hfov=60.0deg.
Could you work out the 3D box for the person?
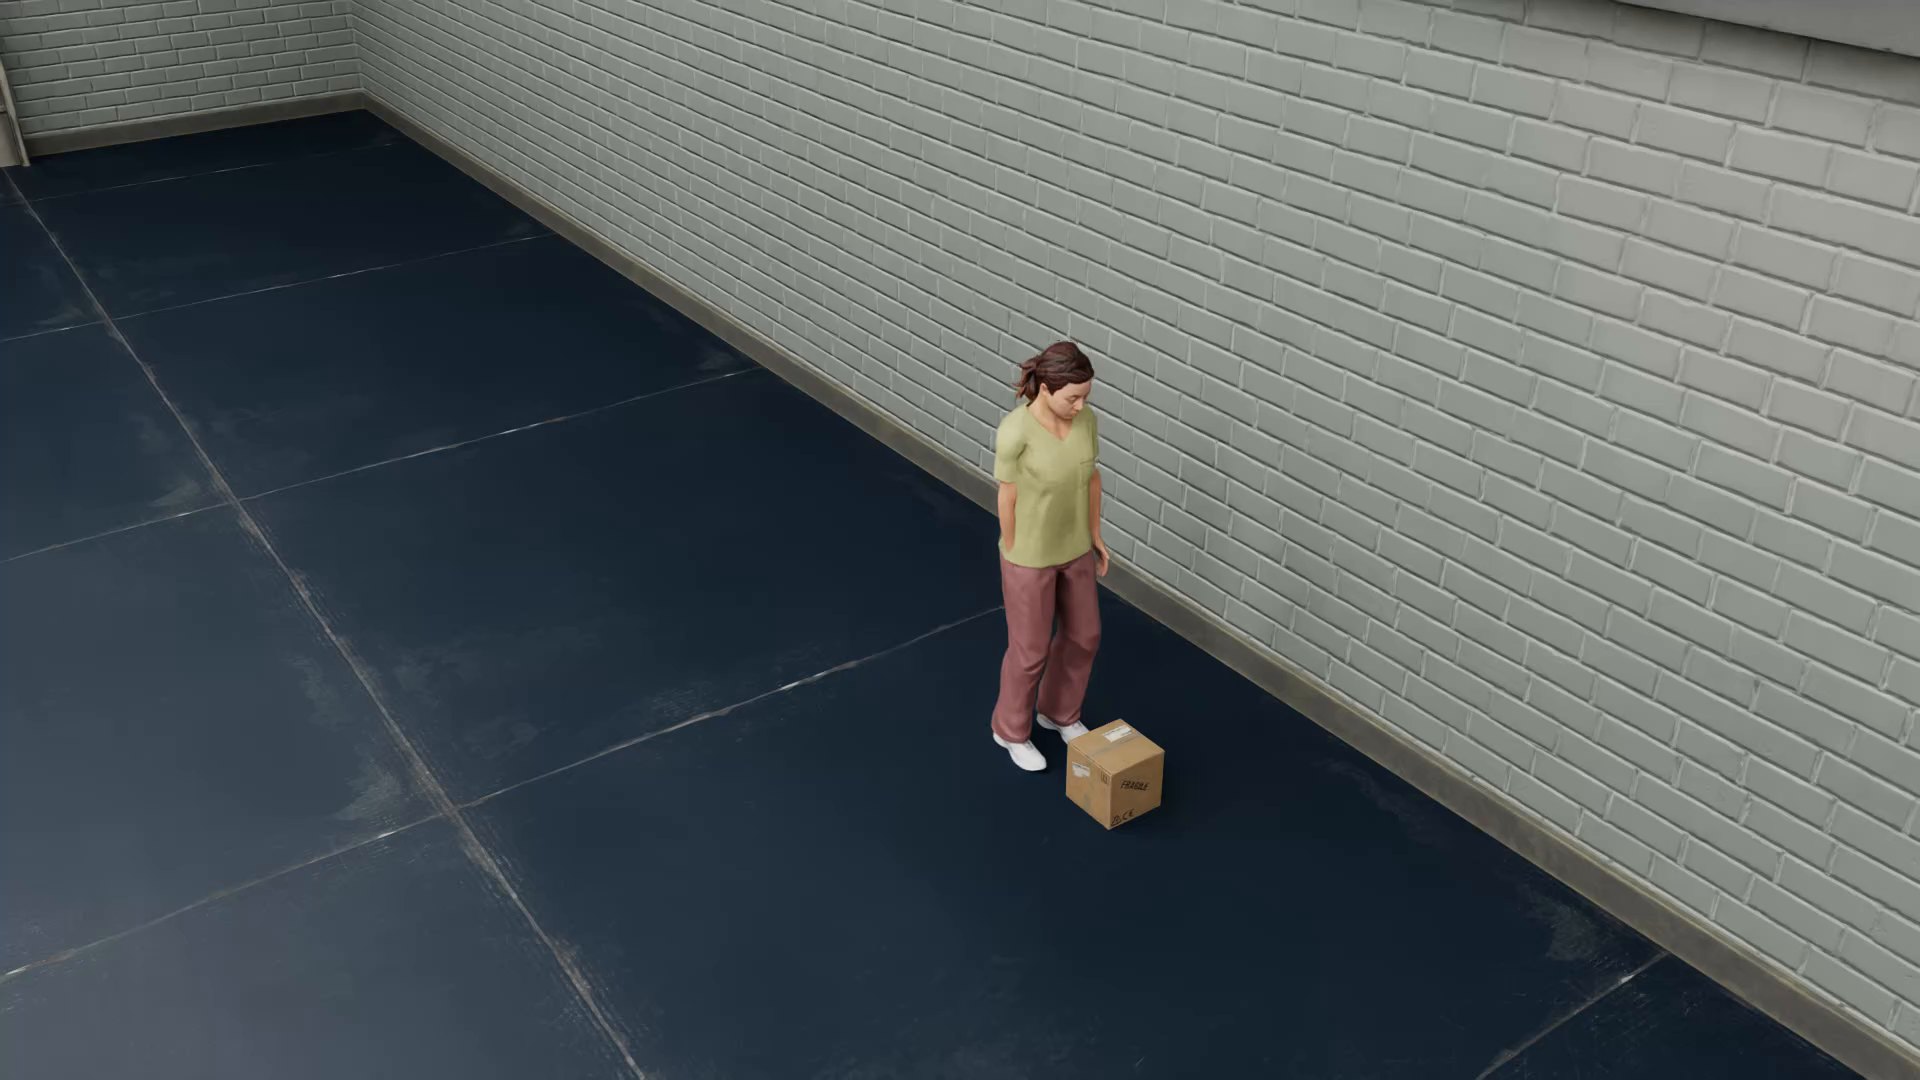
[{"bbox_3d":[0.331,0.046,6.061,0.452,1.667,0.361,-18,33,-30],"label":"person"}]
